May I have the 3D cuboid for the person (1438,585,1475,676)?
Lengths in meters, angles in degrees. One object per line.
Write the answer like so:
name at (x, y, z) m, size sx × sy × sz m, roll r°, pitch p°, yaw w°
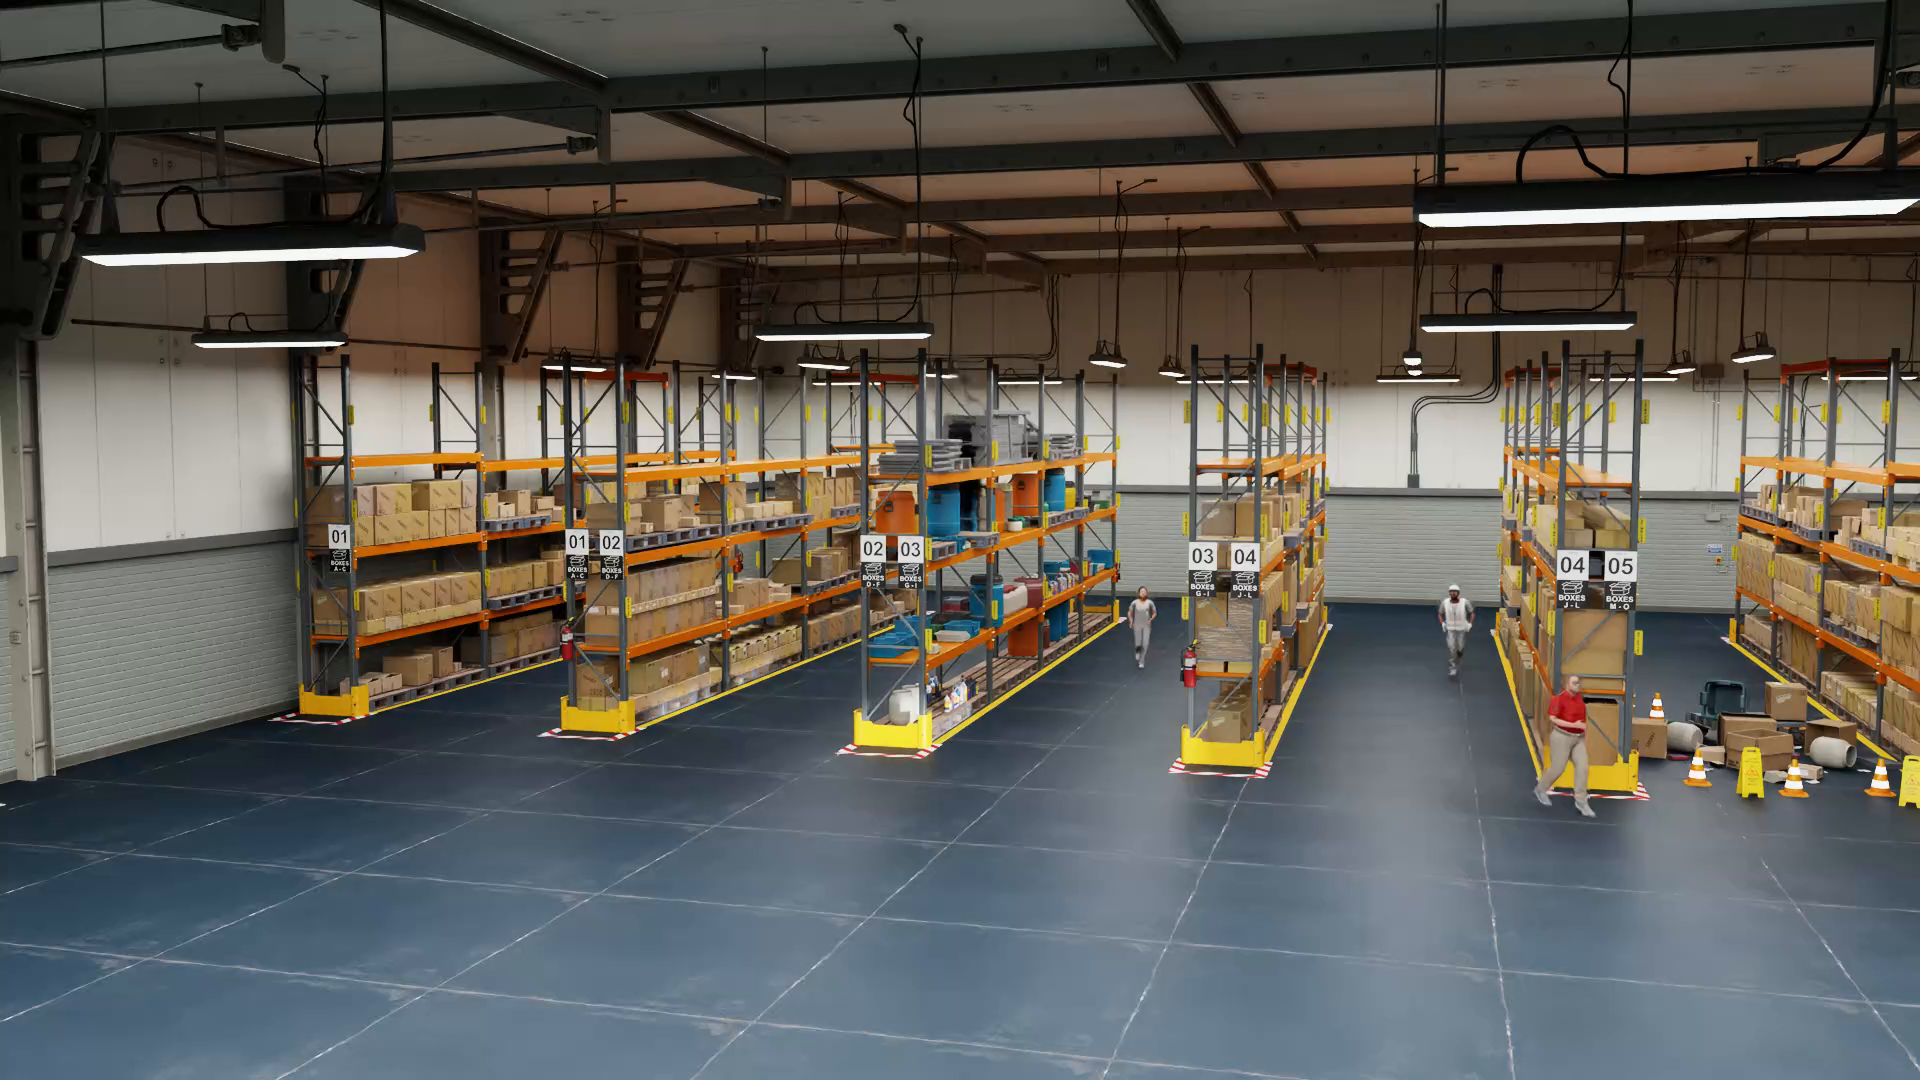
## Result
person at (9.558, 1.729, 32.056) m, size 0.686 × 1.753 × 0.675 m, roll 2°, pitch 5°, yaw 20°

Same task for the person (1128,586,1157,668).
person at (3.615, 1.729, 32.966) m, size 0.567 × 1.623 × 0.568 m, roll 0°, pitch 4°, yaw 4°

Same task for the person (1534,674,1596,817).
person at (7.675, 2.573, 21.021) m, size 0.682 × 1.789 × 0.818 m, roll -2°, pitch 5°, yaw -26°
